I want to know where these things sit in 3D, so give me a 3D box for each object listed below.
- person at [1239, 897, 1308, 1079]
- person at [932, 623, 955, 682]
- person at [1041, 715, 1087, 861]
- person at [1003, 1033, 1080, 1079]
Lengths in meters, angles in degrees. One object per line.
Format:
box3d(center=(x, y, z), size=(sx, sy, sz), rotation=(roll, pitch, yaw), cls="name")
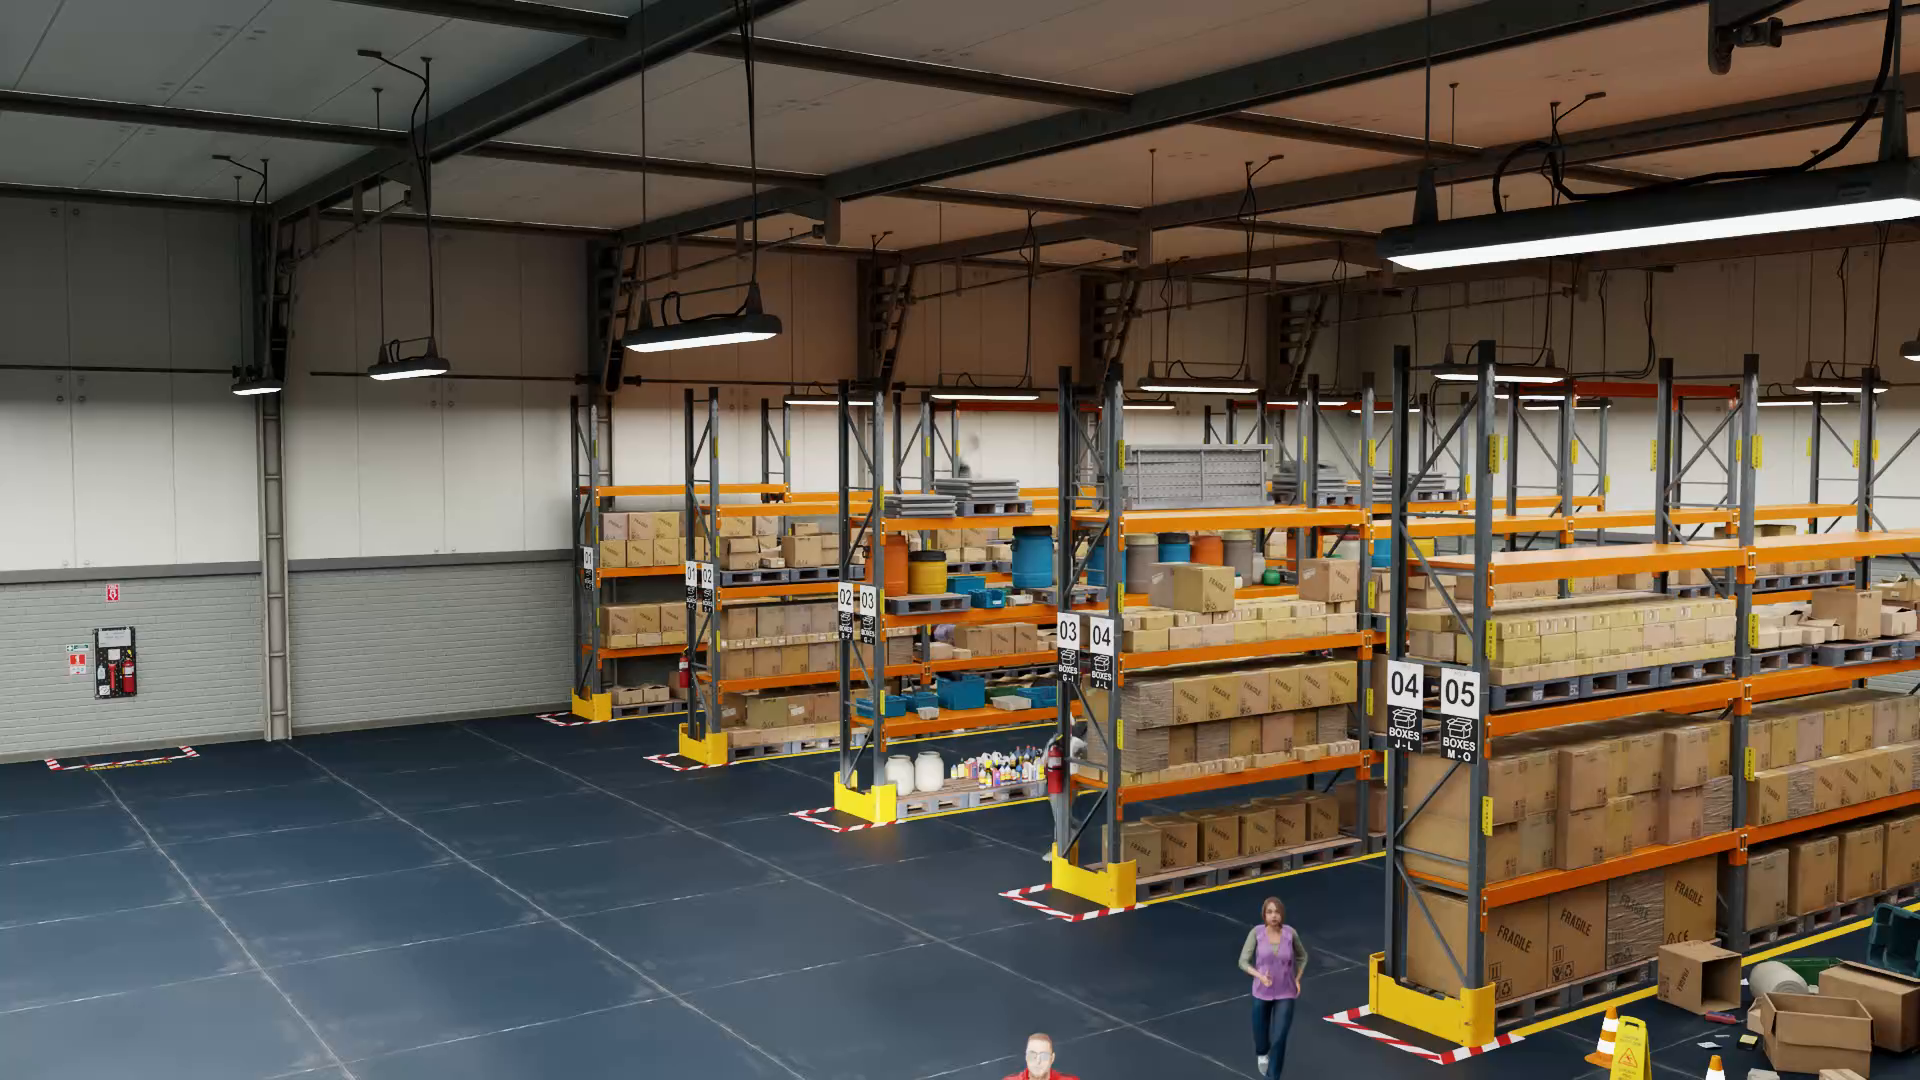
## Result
box3d(center=(2.467, 3.589, 13.106), size=(0.542, 1.574, 0.731), rotation=(1, 3, 10), cls="person")
box3d(center=(-0.336, 2.166, 32.207), size=(0.588, 1.588, 0.592), rotation=(-3, 5, -42), cls="person")
box3d(center=(1.294, 3.020, 20.603), size=(0.660, 1.752, 0.968), rotation=(3, 4, 39), cls="person")
box3d(center=(0.471, 3.732, 9.677), size=(0.652, 1.687, 0.601), rotation=(1, 3, 10), cls="person")
